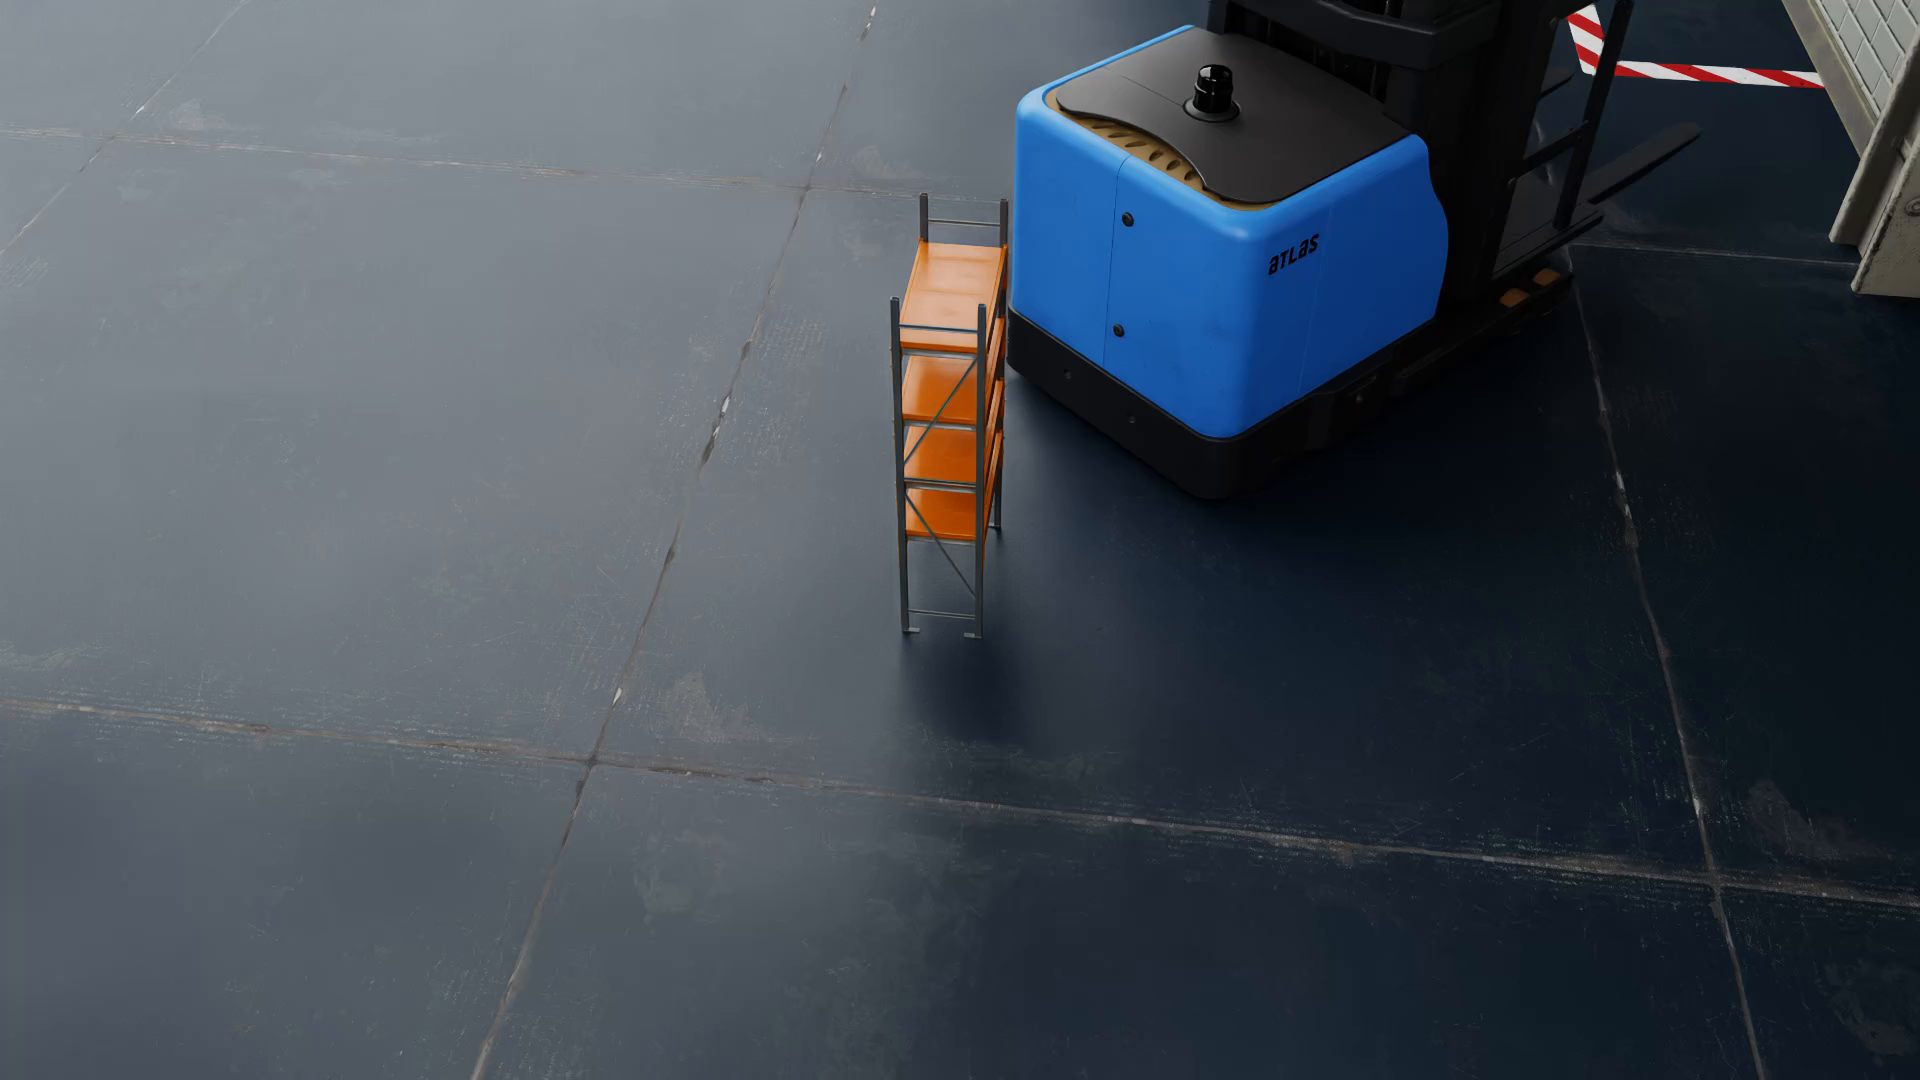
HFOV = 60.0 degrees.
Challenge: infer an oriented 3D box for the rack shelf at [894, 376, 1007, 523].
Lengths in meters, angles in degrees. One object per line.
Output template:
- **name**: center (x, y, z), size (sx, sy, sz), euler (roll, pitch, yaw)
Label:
- **rack shelf**: center (-0.022, -0.274, 4.765), size (0.258, 0.148, 0.480), euler (5, 44, 6)

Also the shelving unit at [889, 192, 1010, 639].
- **shelving unit**: center (-0.022, -0.323, 4.718), size (0.258, 1.200, 0.503), euler (5, 44, 6)

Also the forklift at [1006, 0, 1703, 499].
- **forklift**: center (1.611, -2.058, 5.291), size (3.031, 2.935, 1.130), euler (-30, 51, -28)

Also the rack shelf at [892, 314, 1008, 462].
- **rack shelf**: center (-0.022, -0.436, 4.611), size (0.258, 0.148, 0.480), euler (5, 44, 6)

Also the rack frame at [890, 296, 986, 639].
- **rack frame**: center (-0.054, -0.157, 4.543), size (0.240, 1.200, 0.015), euler (5, 44, 6)

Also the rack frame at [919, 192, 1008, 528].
- **rack frame**: center (0.010, -0.489, 4.894), size (0.240, 1.200, 0.015), euler (5, 44, 6)

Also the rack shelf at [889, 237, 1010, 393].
- **rack shelf**: center (-0.022, -0.608, 4.448), size (0.258, 0.148, 0.480), euler (5, 44, 6)

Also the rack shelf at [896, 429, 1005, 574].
- **rack shelf**: center (-0.022, -0.130, 4.901), size (0.258, 0.148, 0.480), euler (5, 44, 6)
